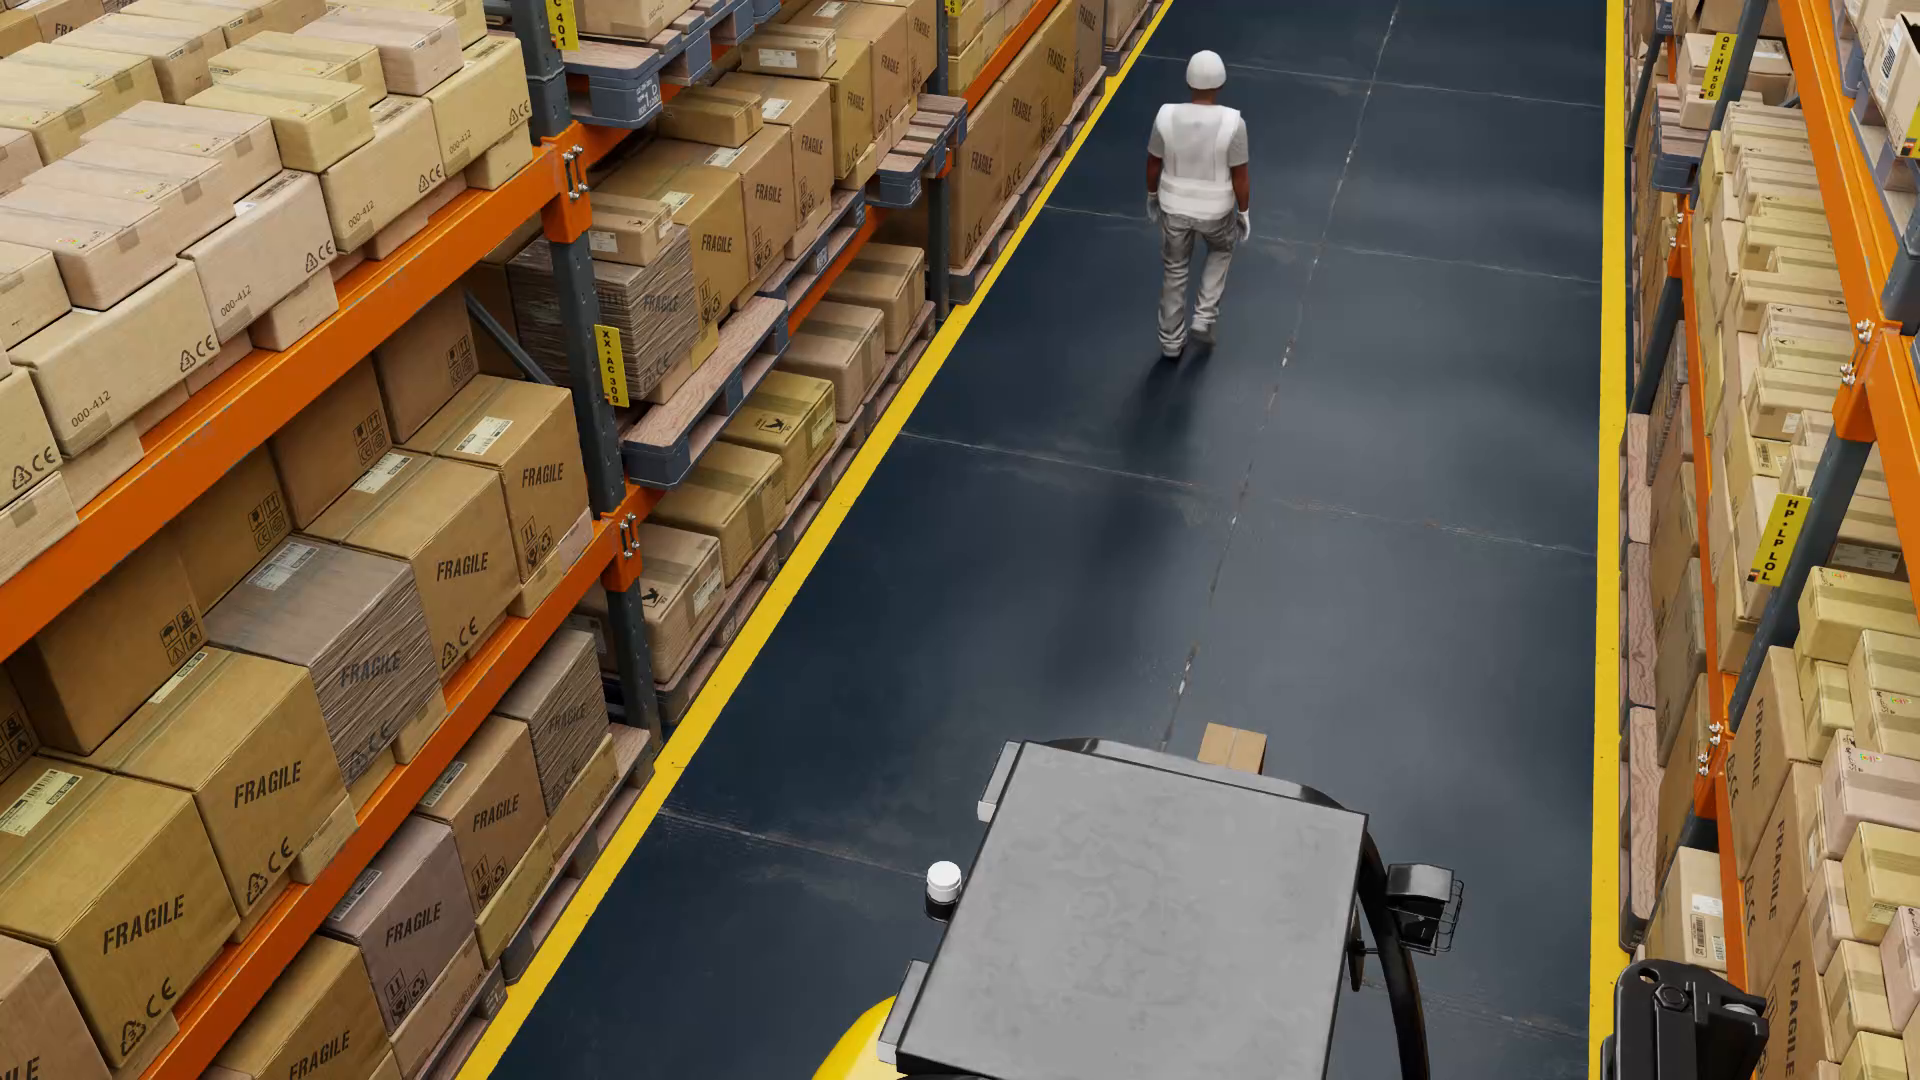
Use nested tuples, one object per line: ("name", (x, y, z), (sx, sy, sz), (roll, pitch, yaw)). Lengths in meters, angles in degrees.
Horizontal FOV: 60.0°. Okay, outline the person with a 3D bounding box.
("person", (1.348, -1.886, 9.381), (0.626, 1.808, 0.478), (10, 38, 13))
